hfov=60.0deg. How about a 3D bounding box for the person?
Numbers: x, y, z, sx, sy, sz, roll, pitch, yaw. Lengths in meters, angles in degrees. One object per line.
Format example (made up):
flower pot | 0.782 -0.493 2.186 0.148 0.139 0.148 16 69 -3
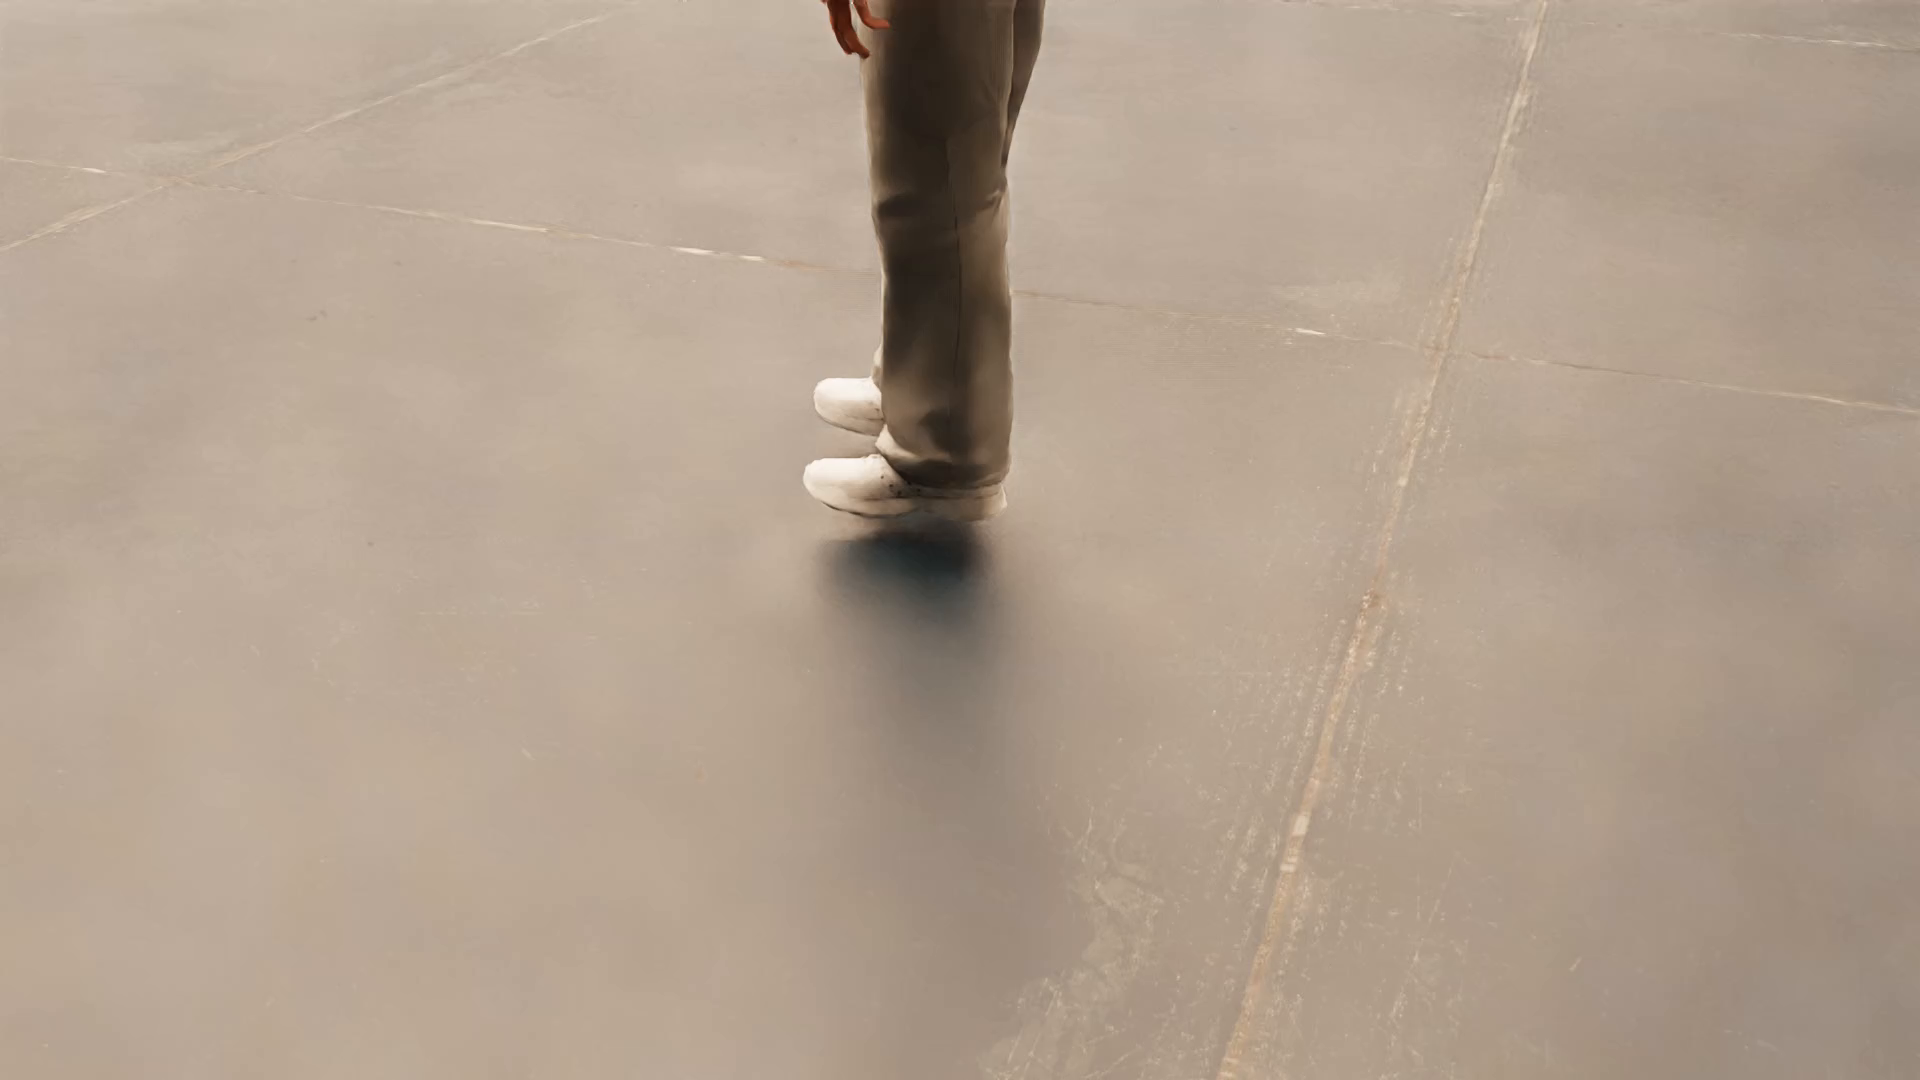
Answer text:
person | -0.064 -0.788 2.097 0.549 1.672 0.550 10 31 18
